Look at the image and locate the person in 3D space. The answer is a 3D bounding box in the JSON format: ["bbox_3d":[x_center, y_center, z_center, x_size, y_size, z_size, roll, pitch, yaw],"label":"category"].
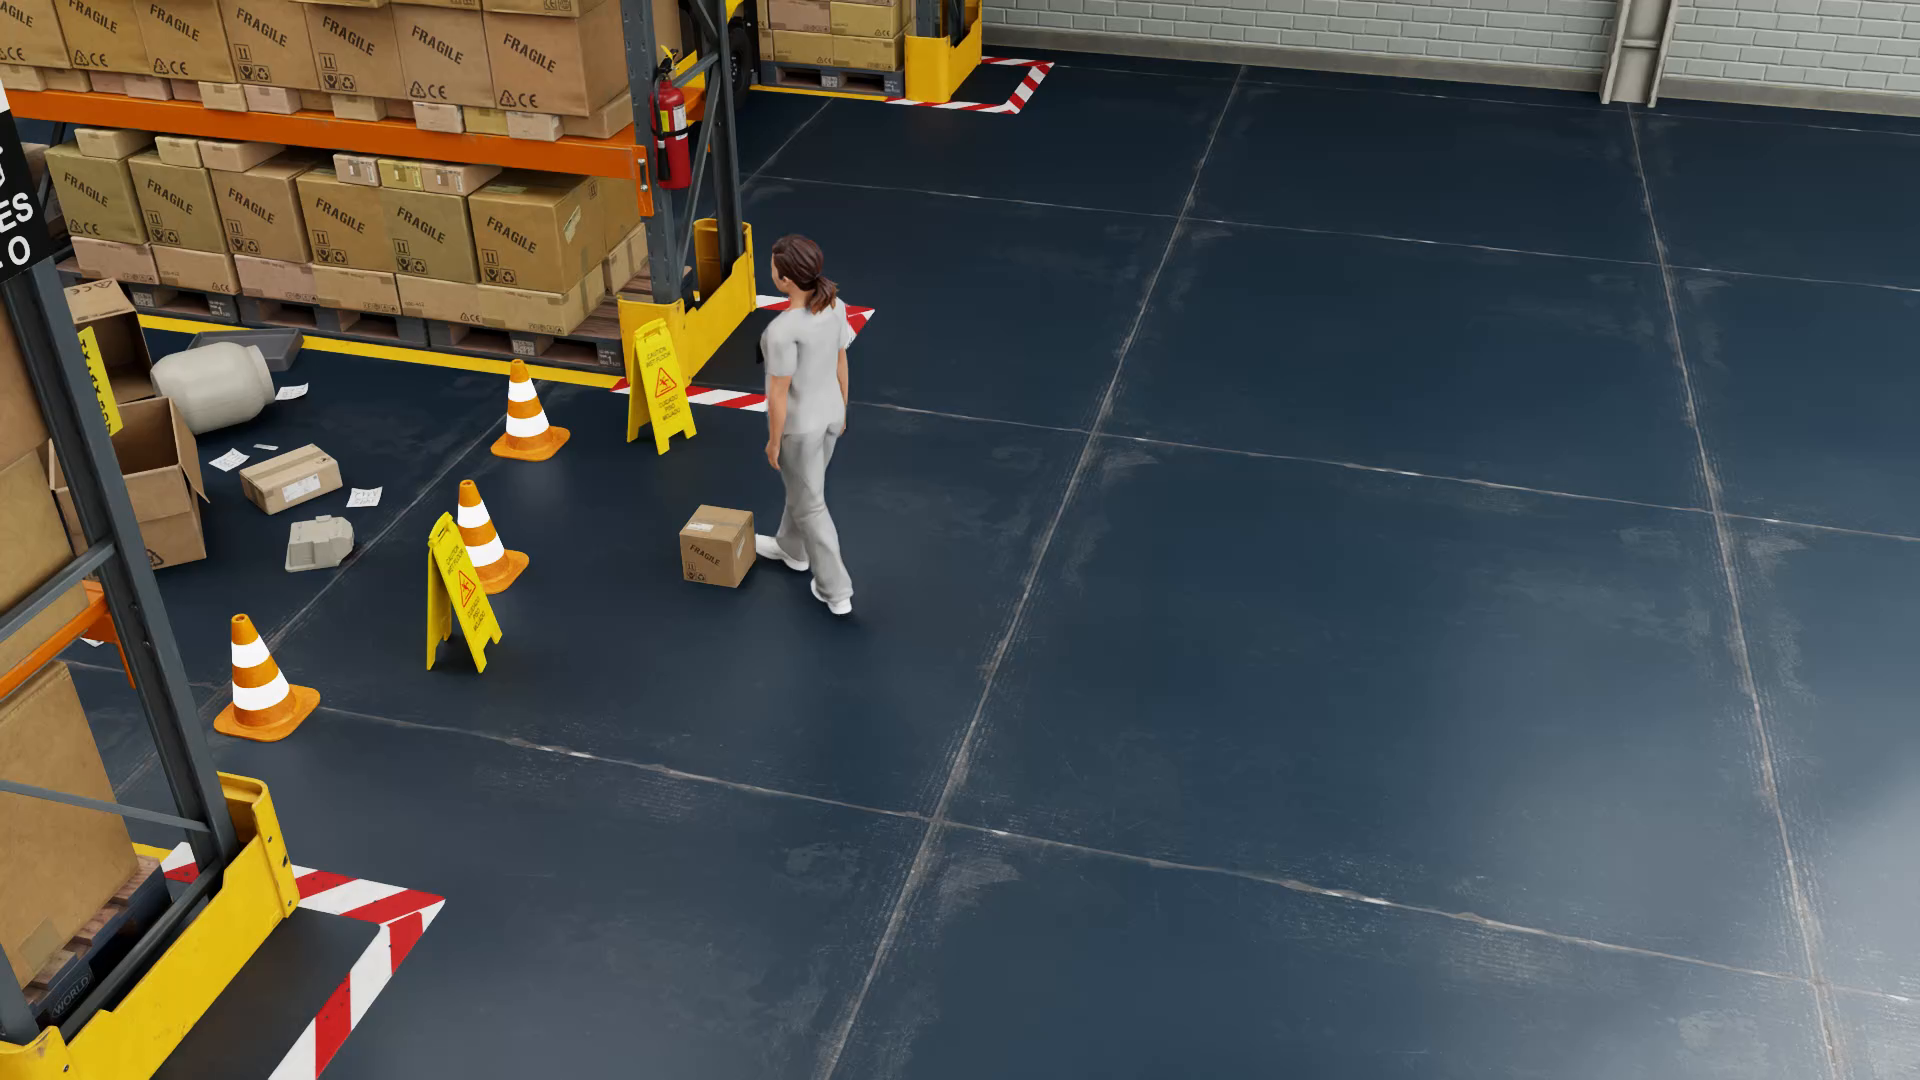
[{"bbox_3d":[-0.708,-0.506,6.917,0.673,1.665,0.447,21,39,29],"label":"person"}]
